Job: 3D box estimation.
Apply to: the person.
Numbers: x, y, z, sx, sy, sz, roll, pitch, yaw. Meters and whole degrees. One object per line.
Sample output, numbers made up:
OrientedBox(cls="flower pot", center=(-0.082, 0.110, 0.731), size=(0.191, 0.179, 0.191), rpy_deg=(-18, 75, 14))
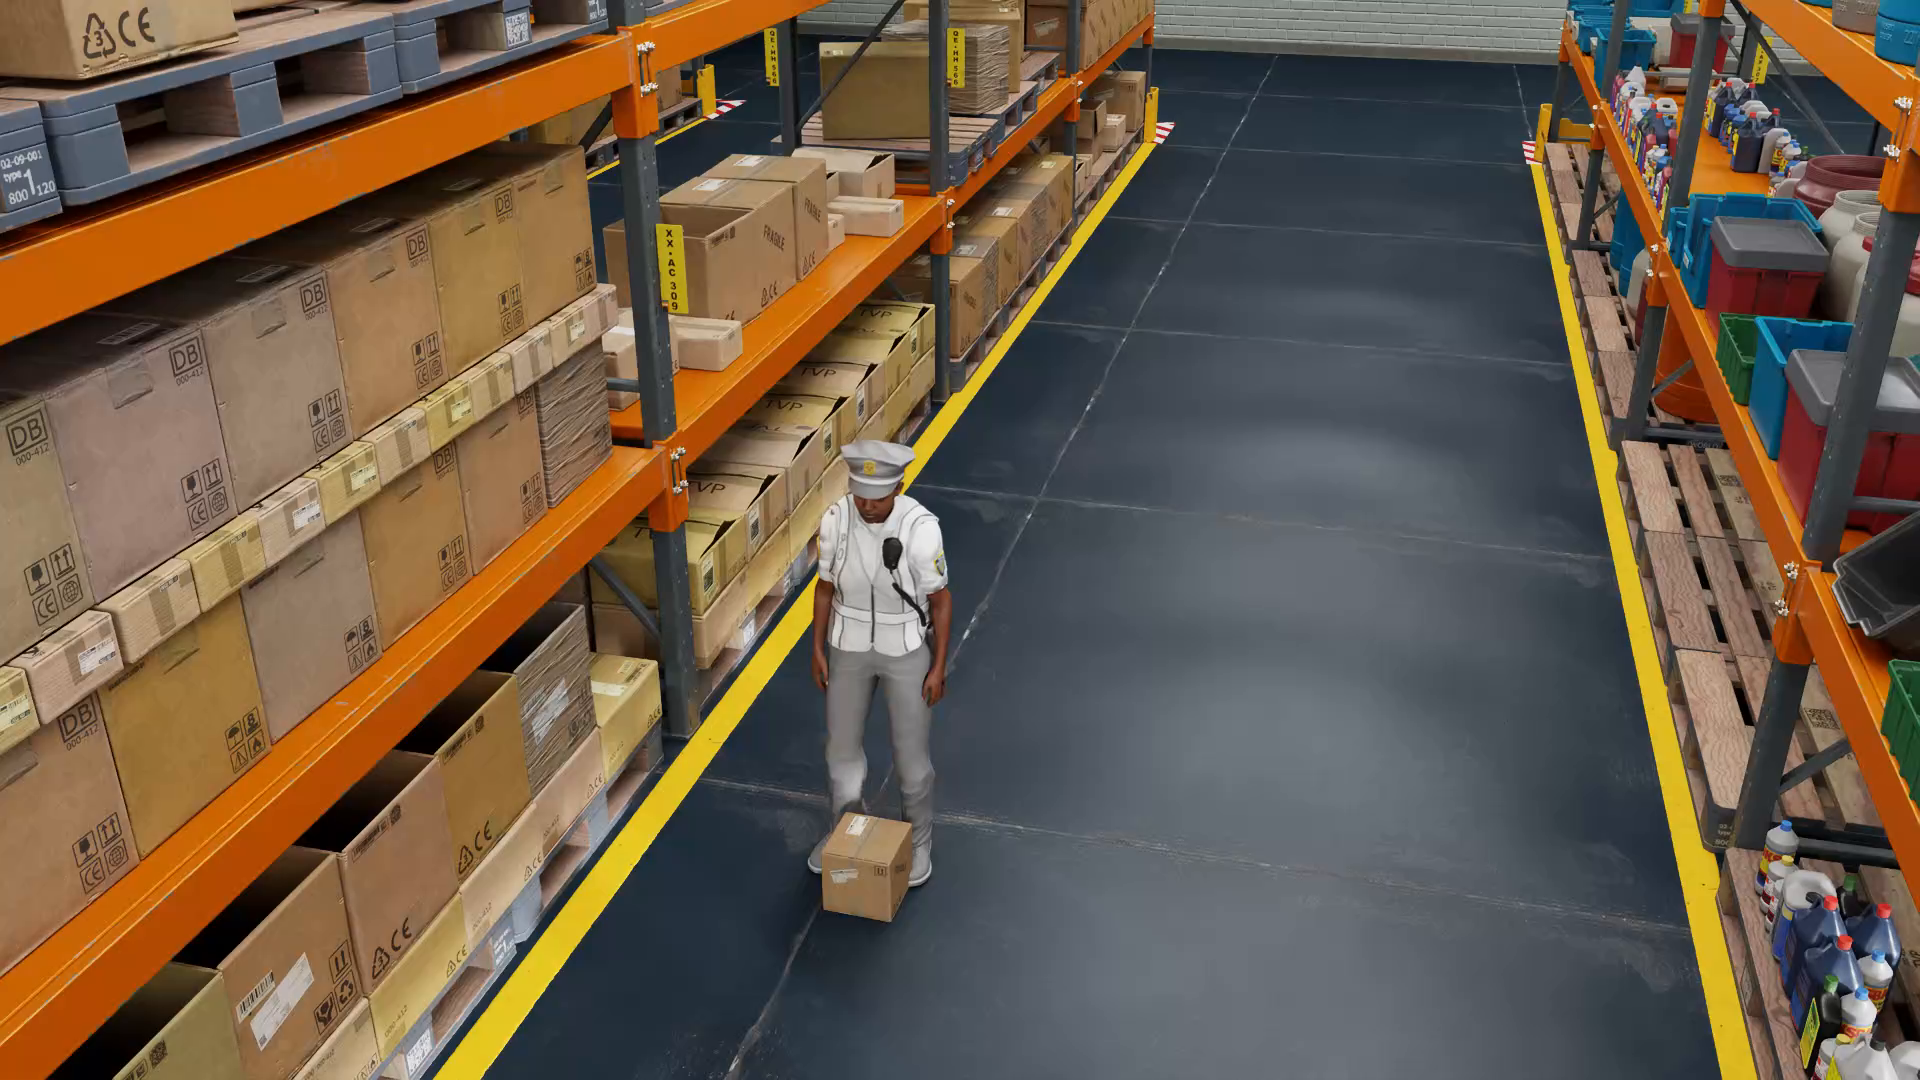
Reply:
OrientedBox(cls="person", center=(-0.282, 0.411, 5.750), size=(0.504, 1.657, 0.394), rpy_deg=(6, 26, 12))
